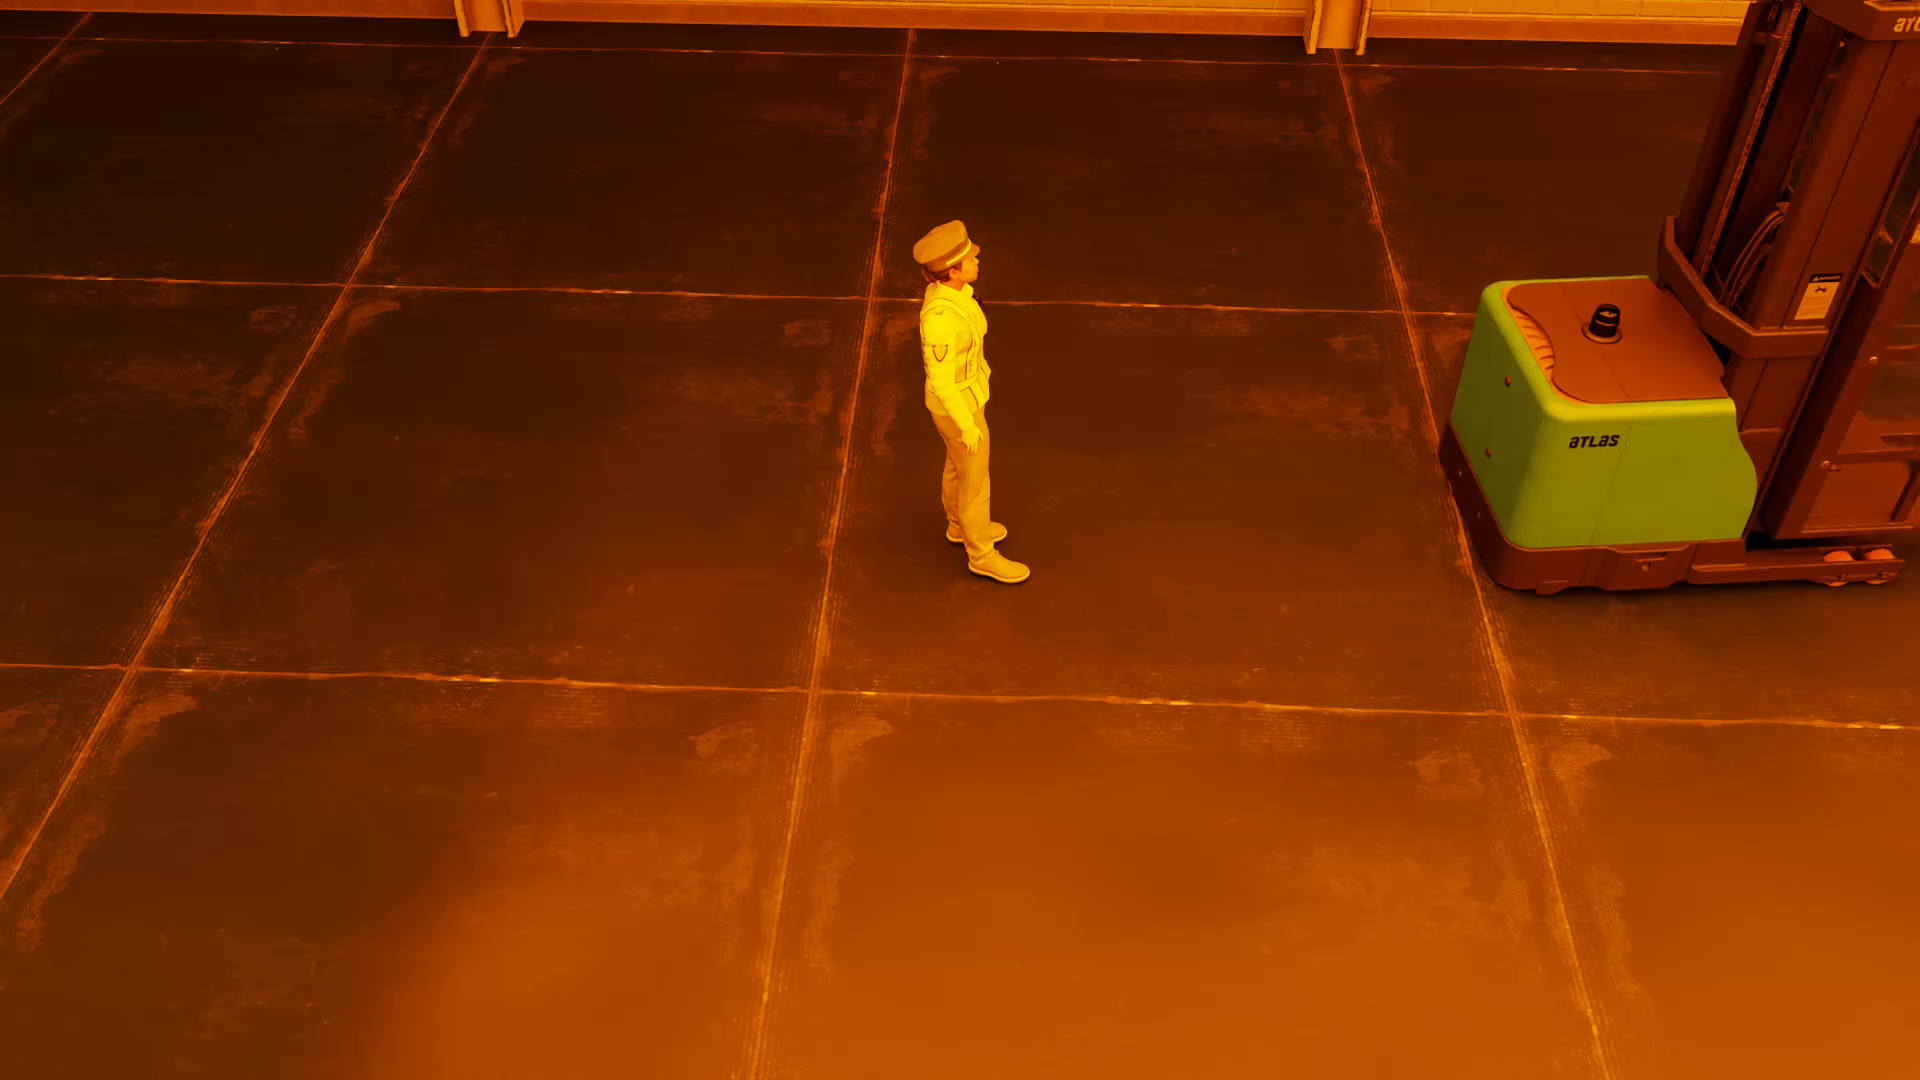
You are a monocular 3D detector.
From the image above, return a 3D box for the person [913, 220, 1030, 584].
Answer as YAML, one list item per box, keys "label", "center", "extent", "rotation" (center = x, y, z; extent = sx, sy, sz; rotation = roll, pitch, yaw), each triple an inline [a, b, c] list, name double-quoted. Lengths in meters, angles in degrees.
- label: "person"
  center: [0.068, -0.624, 7.332]
  extent: [0.530, 1.694, 0.586]
  rotation: [2, 42, 2]

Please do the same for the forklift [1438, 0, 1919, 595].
- label: "forklift"
  center: [3.917, -1.226, 7.085]
  extent: [3.031, 2.935, 1.130]
  rotation: [-3, 42, -3]
